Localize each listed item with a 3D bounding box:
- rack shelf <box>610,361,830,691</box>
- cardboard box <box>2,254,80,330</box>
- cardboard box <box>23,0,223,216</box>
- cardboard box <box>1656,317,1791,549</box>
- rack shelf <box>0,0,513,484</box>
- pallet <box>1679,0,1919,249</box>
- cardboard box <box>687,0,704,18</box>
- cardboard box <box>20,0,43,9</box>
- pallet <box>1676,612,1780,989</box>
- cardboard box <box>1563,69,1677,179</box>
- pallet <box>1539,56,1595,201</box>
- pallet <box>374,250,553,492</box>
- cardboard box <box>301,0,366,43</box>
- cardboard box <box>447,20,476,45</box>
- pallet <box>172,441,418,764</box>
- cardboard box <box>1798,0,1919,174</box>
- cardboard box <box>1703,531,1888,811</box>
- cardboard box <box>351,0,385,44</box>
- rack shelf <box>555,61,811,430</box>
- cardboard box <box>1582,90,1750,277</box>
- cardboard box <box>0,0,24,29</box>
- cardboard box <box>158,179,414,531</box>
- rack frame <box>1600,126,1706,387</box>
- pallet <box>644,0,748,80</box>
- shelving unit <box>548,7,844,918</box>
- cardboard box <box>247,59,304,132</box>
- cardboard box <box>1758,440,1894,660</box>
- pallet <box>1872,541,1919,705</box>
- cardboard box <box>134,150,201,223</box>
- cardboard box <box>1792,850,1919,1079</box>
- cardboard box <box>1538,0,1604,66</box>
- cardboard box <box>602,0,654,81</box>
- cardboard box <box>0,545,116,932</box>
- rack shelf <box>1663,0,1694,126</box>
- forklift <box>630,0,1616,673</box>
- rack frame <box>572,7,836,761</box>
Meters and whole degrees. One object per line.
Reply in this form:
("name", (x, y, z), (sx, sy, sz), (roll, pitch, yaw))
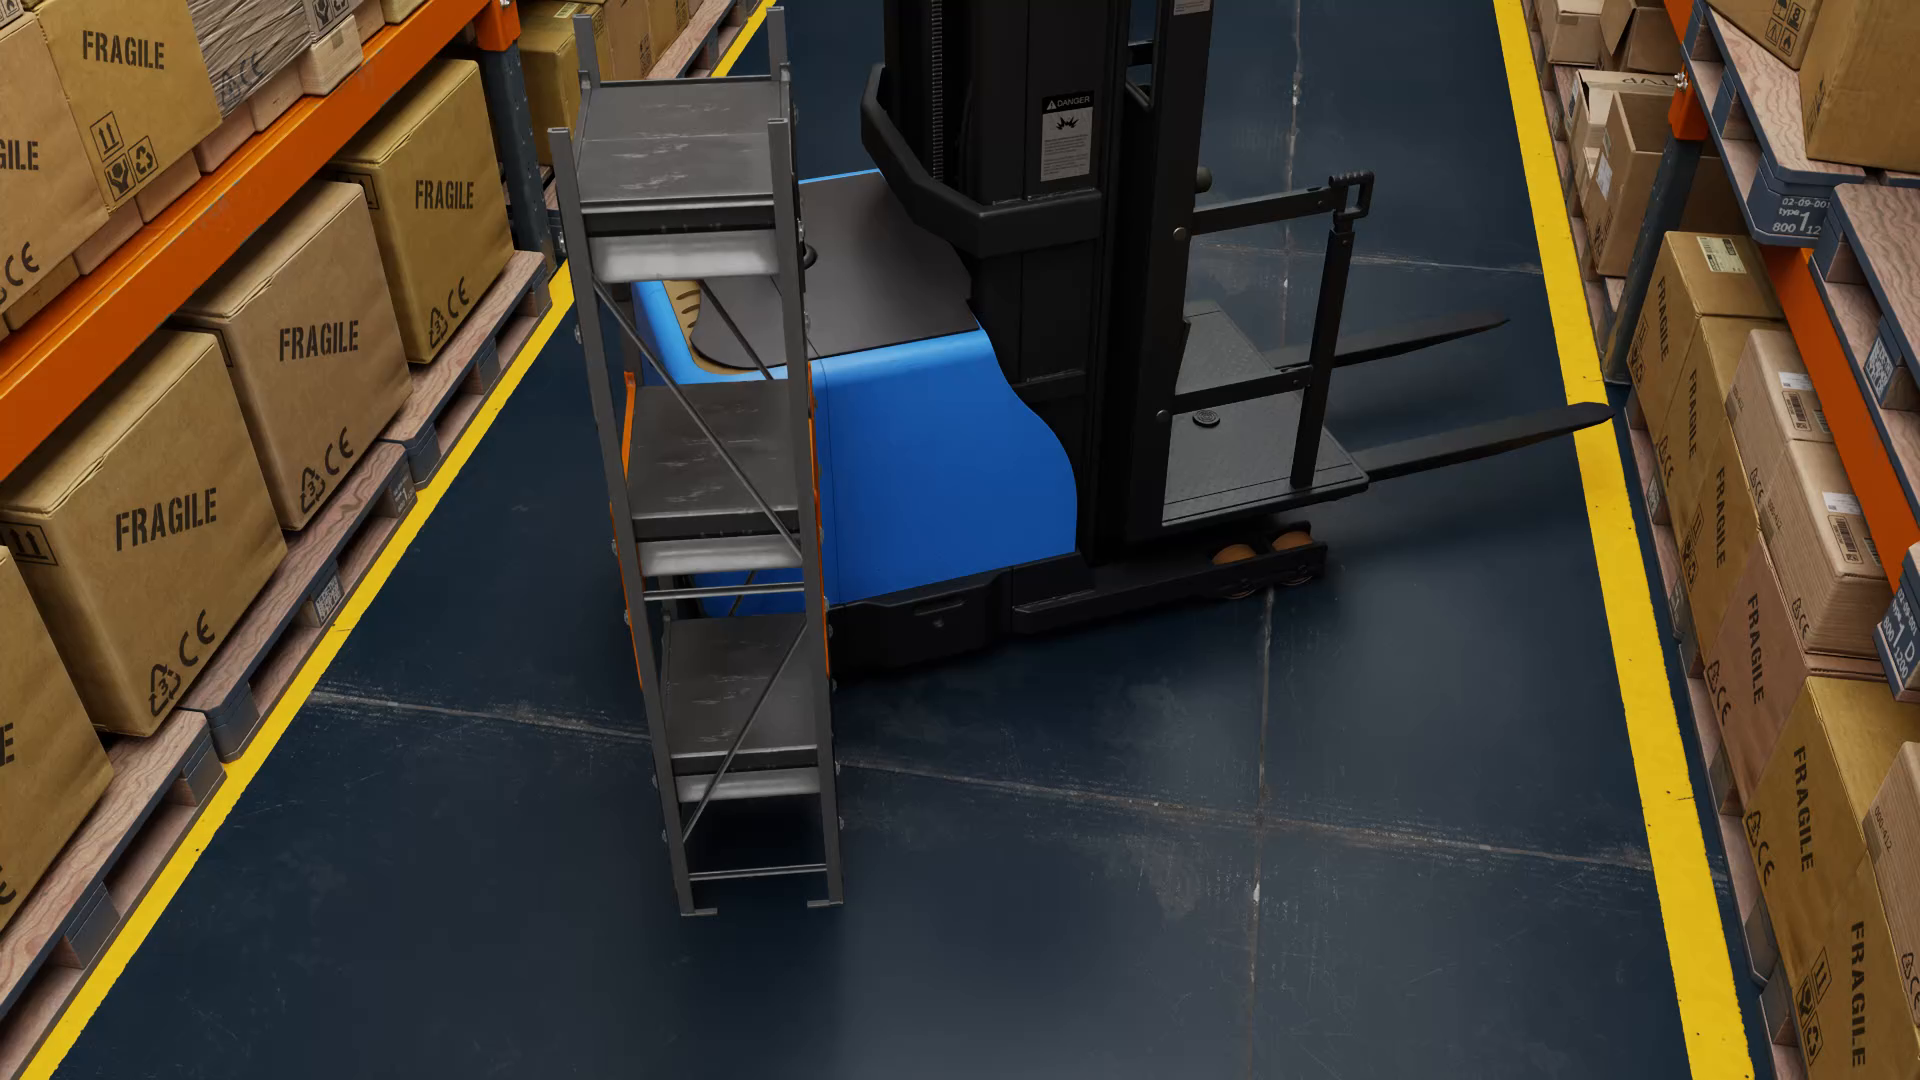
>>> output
("rack shelf", (-0.514, -0.034, 3.664), (0.431, 0.518, 0.480), (-3, 40, -4))
("cardboard box", (-2.295, -0.628, 3.838), (0.380, 0.149, 0.250), (7, 40, 8))
("cardboard box", (-2.170, -1.130, 3.935), (0.500, 0.500, 0.500), (7, 40, 9))
("cardboard box", (2.391, -0.286, 4.858), (0.500, 0.500, 0.500), (7, 40, 8))
("rack shelf", (-2.429, -0.704, 4.312), (1.077, 0.370, 4.000), (6, 40, 8))
("pallet", (2.550, -1.129, 4.412), (1.003, 0.211, 1.213), (6, 40, 8))
("cardboard box", (-1.587, -2.865, 7.993), (0.700, 0.500, 0.500), (5, 40, 6))
("cardboard box", (-2.186, -1.405, 3.679), (0.500, 0.250, 0.500), (6, 40, 7))
("pallet", (2.484, 0.665, 4.280), (1.003, 0.211, 1.213), (6, 40, 8))
("cardboard box", (2.745, -1.685, 6.699), (0.500, 0.311, 0.500), (6, 40, 8))
("pallet", (3.125, -1.816, 7.281), (1.003, 0.211, 1.213), (6, 40, 8))
("pallet", (-2.143, -0.669, 5.894), (1.003, 0.211, 1.213), (6, 40, 8))
("cardboard box", (-1.994, -1.758, 4.695), (0.500, 0.500, 0.500), (7, 40, 8))
("cardboard box", (-2.074, -2.074, 6.527), (0.380, 0.149, 0.250), (6, 40, 7))
("pallet", (-2.351, 0.099, 4.965), (1.003, 0.211, 1.213), (6, 40, 8))
("cardboard box", (2.437, -1.182, 3.917), (0.700, 0.500, 0.500), (12, 41, 15))
("cardboard box", (2.209, 0.344, 4.096), (0.500, 0.500, 0.500), (5, 40, 6))
("cardboard box", (-1.973, -1.585, 4.995), (0.380, 0.149, 0.250), (8, 40, 9))
("rack shelf", (-0.514, -0.573, 3.218), (0.431, 0.518, 0.480), (-3, 40, -4))
("cardboard box", (2.615, -1.287, 6.070), (0.500, 0.500, 0.500), (6, 40, 8))
("cardboard box", (-2.268, -1.084, 3.291), (0.500, 0.250, 0.500), (7, 40, 8))
("cardboard box", (-2.219, -0.589, 4.966), (0.750, 0.750, 0.750), (8, 40, 9))
("rack frame", (2.796, -1.692, 4.943), (1.000, 3.000, 0.127), (6, 40, 8))
("pallet", (-1.666, -2.398, 7.985), (1.003, 0.211, 1.213), (6, 40, 8))
("shelving unit", (-0.514, -0.044, 3.656), (0.431, 2.100, 0.503), (-3, 40, -4))
("cardboard box", (-2.068, -1.267, 4.610), (0.380, 0.149, 0.250), (6, 40, 8))
("cardboard box", (2.213, 0.032, 3.886), (0.500, 0.250, 0.500), (6, 40, 7))
("pallet", (2.152, 0.459, 2.492), (1.213, 0.211, 1.003), (6, 40, 8))
("cardboard box", (-2.183, -0.946, 4.221), (0.380, 0.149, 0.250), (8, 40, 9))
("cardboard box", (2.035, 0.999, 3.304), (0.500, 0.500, 0.500), (8, 40, 9))
("cardboard box", (2.942, -2.375, 7.581), (0.500, 0.250, 0.500), (6, 40, 8))
("cardboard box", (-1.763, -2.208, 7.198), (0.700, 0.500, 0.500), (6, 40, 7))
("cardboard box", (-2.519, 0.494, 3.656), (0.750, 0.750, 0.750), (6, 40, 7))
("rack shelf", (3.142, -2.670, 6.690), (1.077, 0.370, 4.000), (6, 40, 8))
("forklift", (0.590, -1.258, 4.471), (3.031, 2.935, 1.130), (-12, 41, -14))
("rack frame", (-0.537, -0.199, 3.843), (0.400, 2.100, 0.015), (-3, 40, -4))
